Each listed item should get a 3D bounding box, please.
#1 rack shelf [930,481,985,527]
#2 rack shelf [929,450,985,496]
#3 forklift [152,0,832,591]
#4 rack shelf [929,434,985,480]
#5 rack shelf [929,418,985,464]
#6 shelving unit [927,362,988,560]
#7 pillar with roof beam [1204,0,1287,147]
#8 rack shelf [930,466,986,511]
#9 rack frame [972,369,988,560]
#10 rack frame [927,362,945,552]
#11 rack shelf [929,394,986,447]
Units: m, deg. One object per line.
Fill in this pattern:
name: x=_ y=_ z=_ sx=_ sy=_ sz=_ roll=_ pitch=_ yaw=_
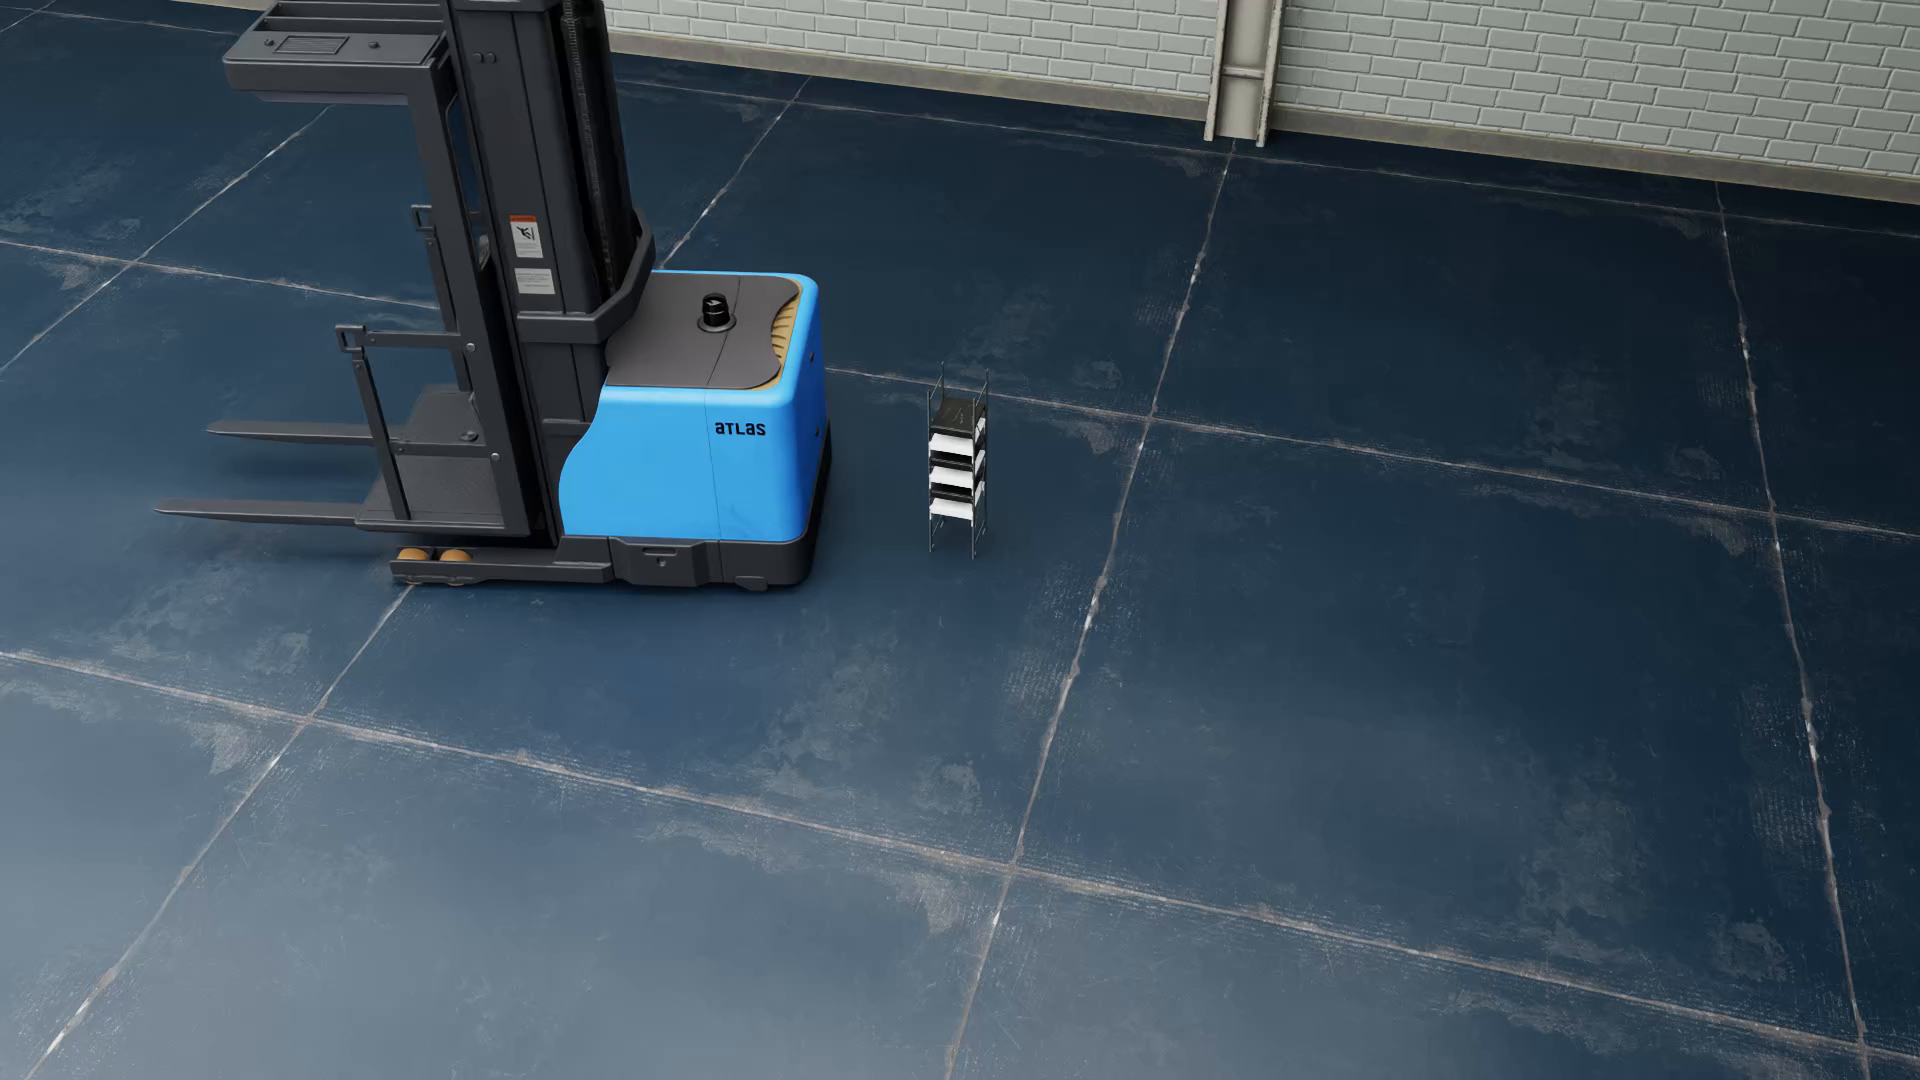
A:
rack shelf: x=-0.008 y=-0.183 z=7.624 sx=0.200 sy=0.077 sz=0.258 roll=10 pitch=41 yaw=11
rack shelf: x=-0.008 y=-0.320 z=7.508 sx=0.200 sy=0.077 sz=0.258 roll=10 pitch=41 yaw=11
forklift: x=-2.163 y=-1.253 z=6.987 sx=3.031 sy=2.935 sz=1.130 roll=2 pitch=40 yaw=2
rack shelf: x=-0.008 y=-0.389 z=7.450 sx=0.200 sy=0.077 sz=0.258 roll=10 pitch=41 yaw=11
rack shelf: x=-0.008 y=-0.458 z=7.392 sx=0.200 sy=0.077 sz=0.258 roll=10 pitch=41 yaw=11
shelving unit: x=-0.008 y=-0.346 z=7.487 sx=0.210 sy=0.900 sz=0.258 roll=10 pitch=41 yaw=11
pillar with roof beam: x=0.716 y=-3.456 z=4.892 sx=0.400 sy=9.000 sz=9.100 roll=10 pitch=41 yaw=11
rack shelf: x=-0.008 y=-0.252 z=7.566 sx=0.200 sy=0.077 sz=0.258 roll=10 pitch=41 yaw=11
rack frame: x=0.090 y=-0.329 z=7.467 sx=0.006 sy=0.900 sz=0.240 roll=10 pitch=41 yaw=11
rack frame: x=-0.106 y=-0.363 z=7.507 sx=0.006 sy=0.900 sz=0.240 roll=10 pitch=41 yaw=11
rack shelf: x=-0.008 y=-0.527 z=7.335 sx=0.200 sy=0.077 sz=0.258 roll=10 pitch=41 yaw=11
